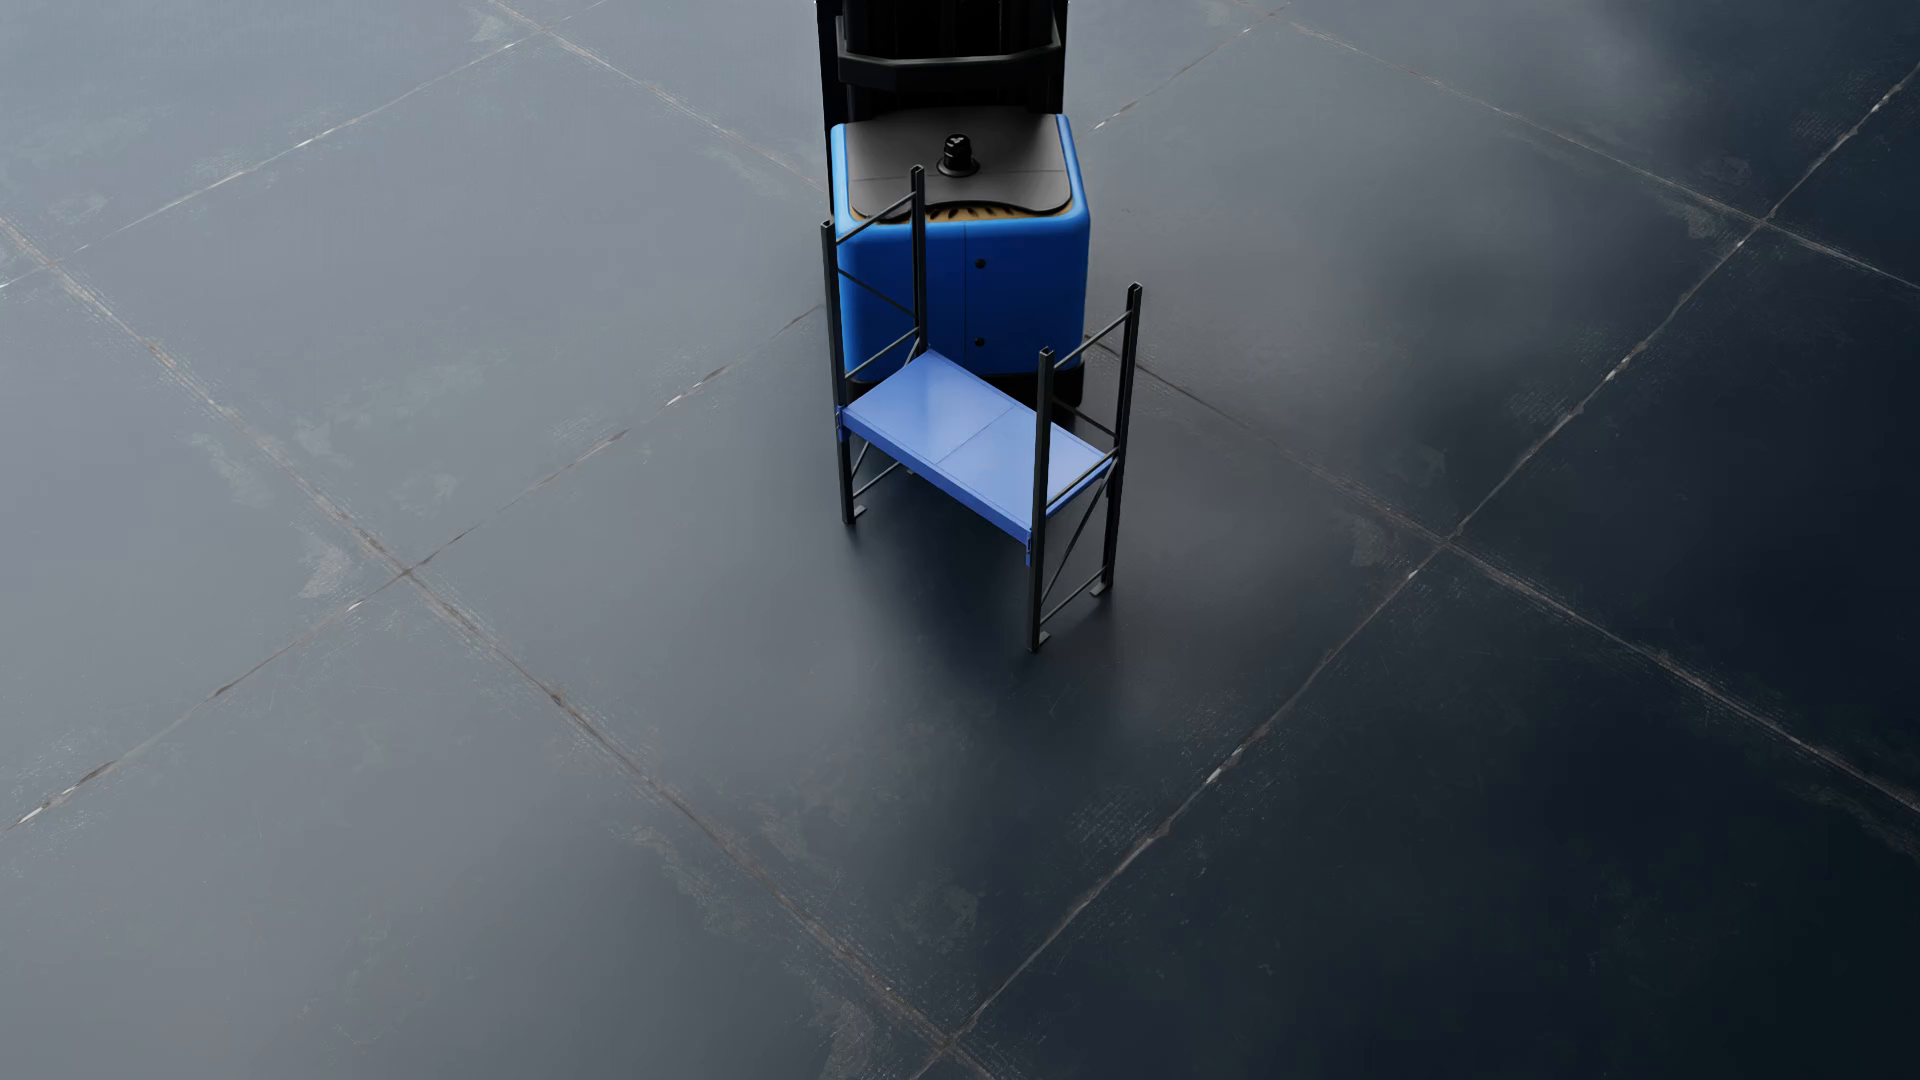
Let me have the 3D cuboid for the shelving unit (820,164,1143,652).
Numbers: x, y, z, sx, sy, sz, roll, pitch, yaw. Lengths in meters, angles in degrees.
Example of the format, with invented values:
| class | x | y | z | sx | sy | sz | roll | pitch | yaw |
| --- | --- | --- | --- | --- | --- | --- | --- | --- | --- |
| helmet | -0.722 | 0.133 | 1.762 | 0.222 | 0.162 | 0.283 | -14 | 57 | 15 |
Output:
| class | x | y | z | sx | sy | sz | roll | pitch | yaw |
| --- | --- | --- | --- | --- | --- | --- | --- | --- | --- |
| shelving unit | 0.063 | -0.471 | 6.272 | 1.048 | 1.500 | 0.538 | 34 | 55 | 28 |

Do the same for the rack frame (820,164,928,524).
| class | x | y | z | sx | sy | sz | roll | pitch | yaw |
| --- | --- | --- | --- | --- | --- | --- | --- | --- | --- |
| rack frame | -0.311 | -0.723 | 6.508 | 0.032 | 1.500 | 0.500 | 34 | 55 | 28 |

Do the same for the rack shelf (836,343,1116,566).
| class | x | y | z | sx | sy | sz | roll | pitch | yaw |
| --- | --- | --- | --- | --- | --- | --- | --- | --- | --- |
| rack shelf | 0.063 | -0.348 | 6.403 | 1.000 | 0.185 | 0.538 | 34 | 55 | 28 |

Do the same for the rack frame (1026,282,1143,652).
| class | x | y | z | sx | sy | sz | roll | pitch | yaw |
| --- | --- | --- | --- | --- | --- | --- | --- | --- | --- |
| rack frame | 0.436 | -0.220 | 6.036 | 0.032 | 1.500 | 0.500 | 34 | 55 | 28 |

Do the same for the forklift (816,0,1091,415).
| class | x | y | z | sx | sy | sz | roll | pitch | yaw |
| --- | --- | --- | --- | --- | --- | --- | --- | --- | --- |
| forklift | -0.098 | -2.579 | 7.270 | 1.130 | 2.935 | 3.031 | -3 | 47 | -3 |
